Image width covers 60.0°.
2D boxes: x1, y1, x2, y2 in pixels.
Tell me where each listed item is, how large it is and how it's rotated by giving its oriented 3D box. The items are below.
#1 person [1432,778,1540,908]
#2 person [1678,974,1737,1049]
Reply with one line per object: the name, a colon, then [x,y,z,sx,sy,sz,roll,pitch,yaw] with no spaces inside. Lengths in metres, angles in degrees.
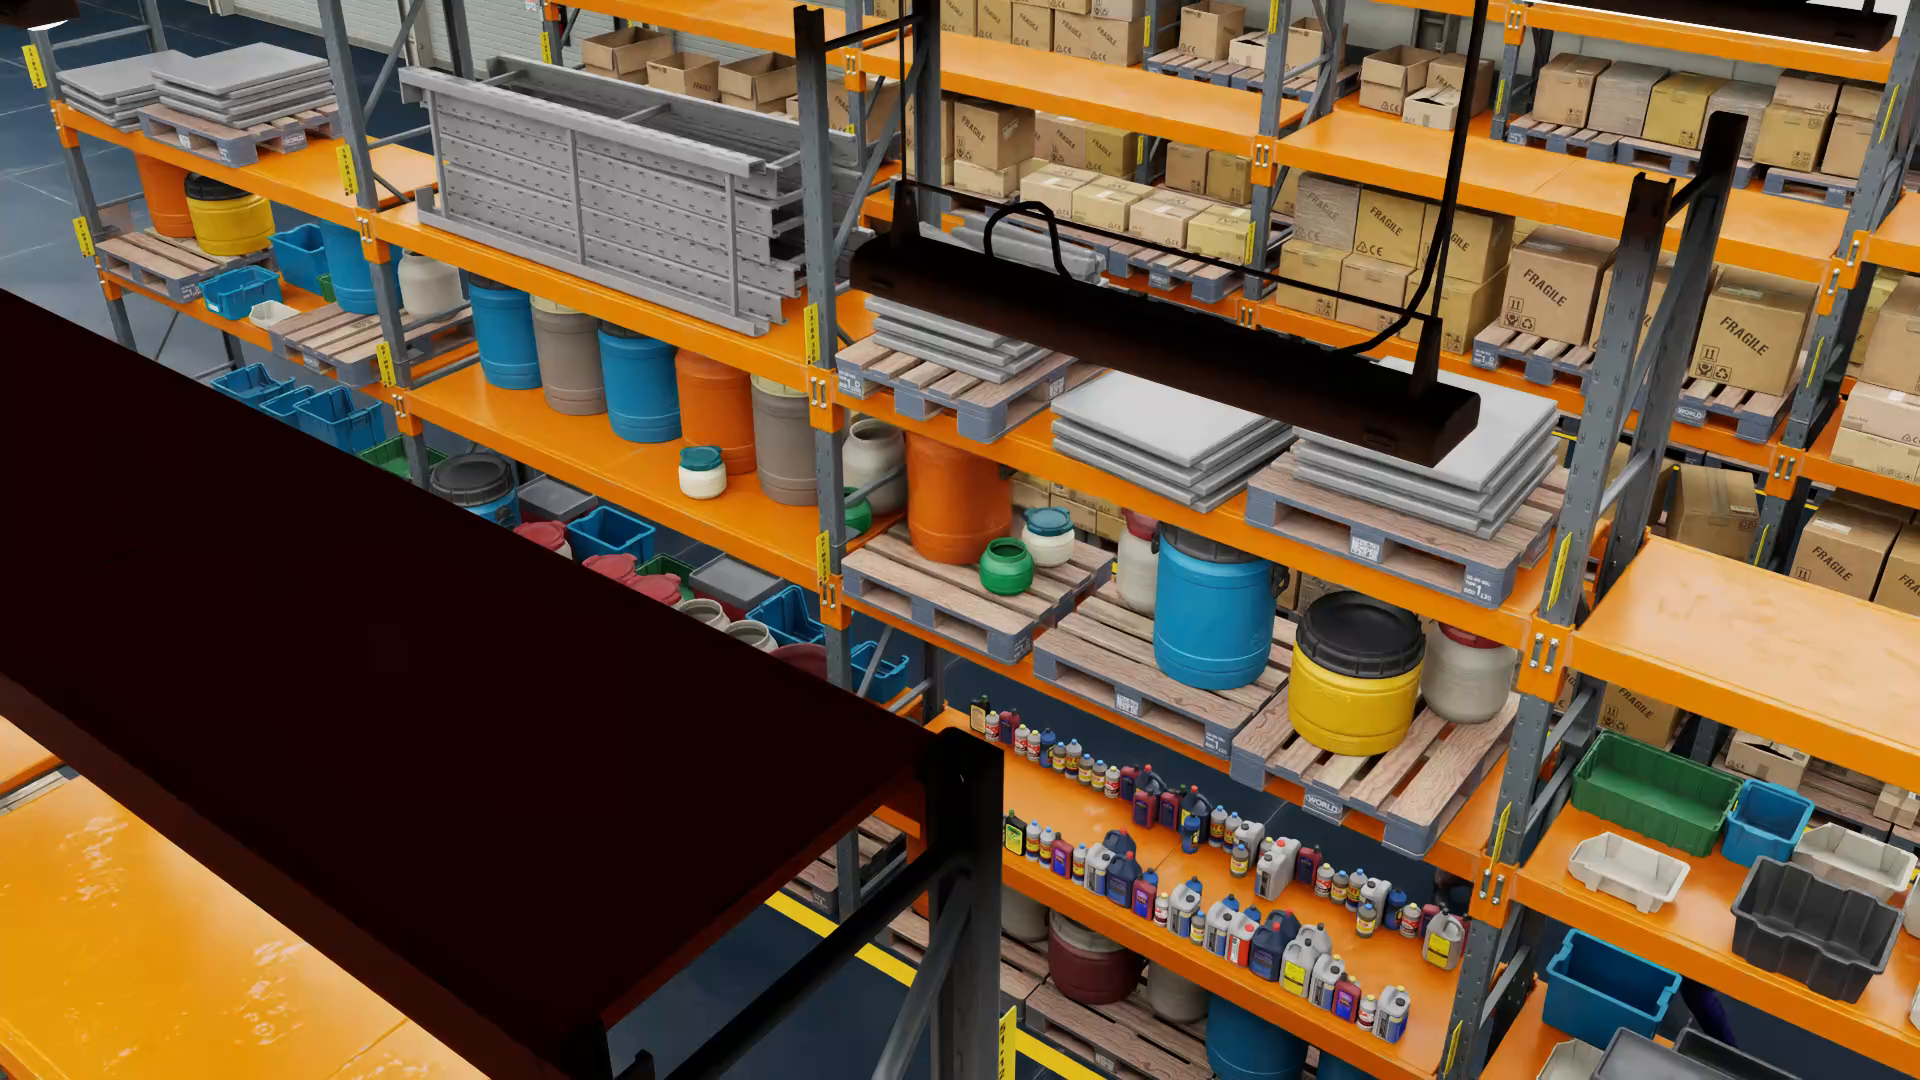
person: [3.448,1.757,10.765,0.566,1.723,0.498,-13,34,-20]
person: [4.292,2.351,9.954,1.023,1.500,0.528,20,37,29]
